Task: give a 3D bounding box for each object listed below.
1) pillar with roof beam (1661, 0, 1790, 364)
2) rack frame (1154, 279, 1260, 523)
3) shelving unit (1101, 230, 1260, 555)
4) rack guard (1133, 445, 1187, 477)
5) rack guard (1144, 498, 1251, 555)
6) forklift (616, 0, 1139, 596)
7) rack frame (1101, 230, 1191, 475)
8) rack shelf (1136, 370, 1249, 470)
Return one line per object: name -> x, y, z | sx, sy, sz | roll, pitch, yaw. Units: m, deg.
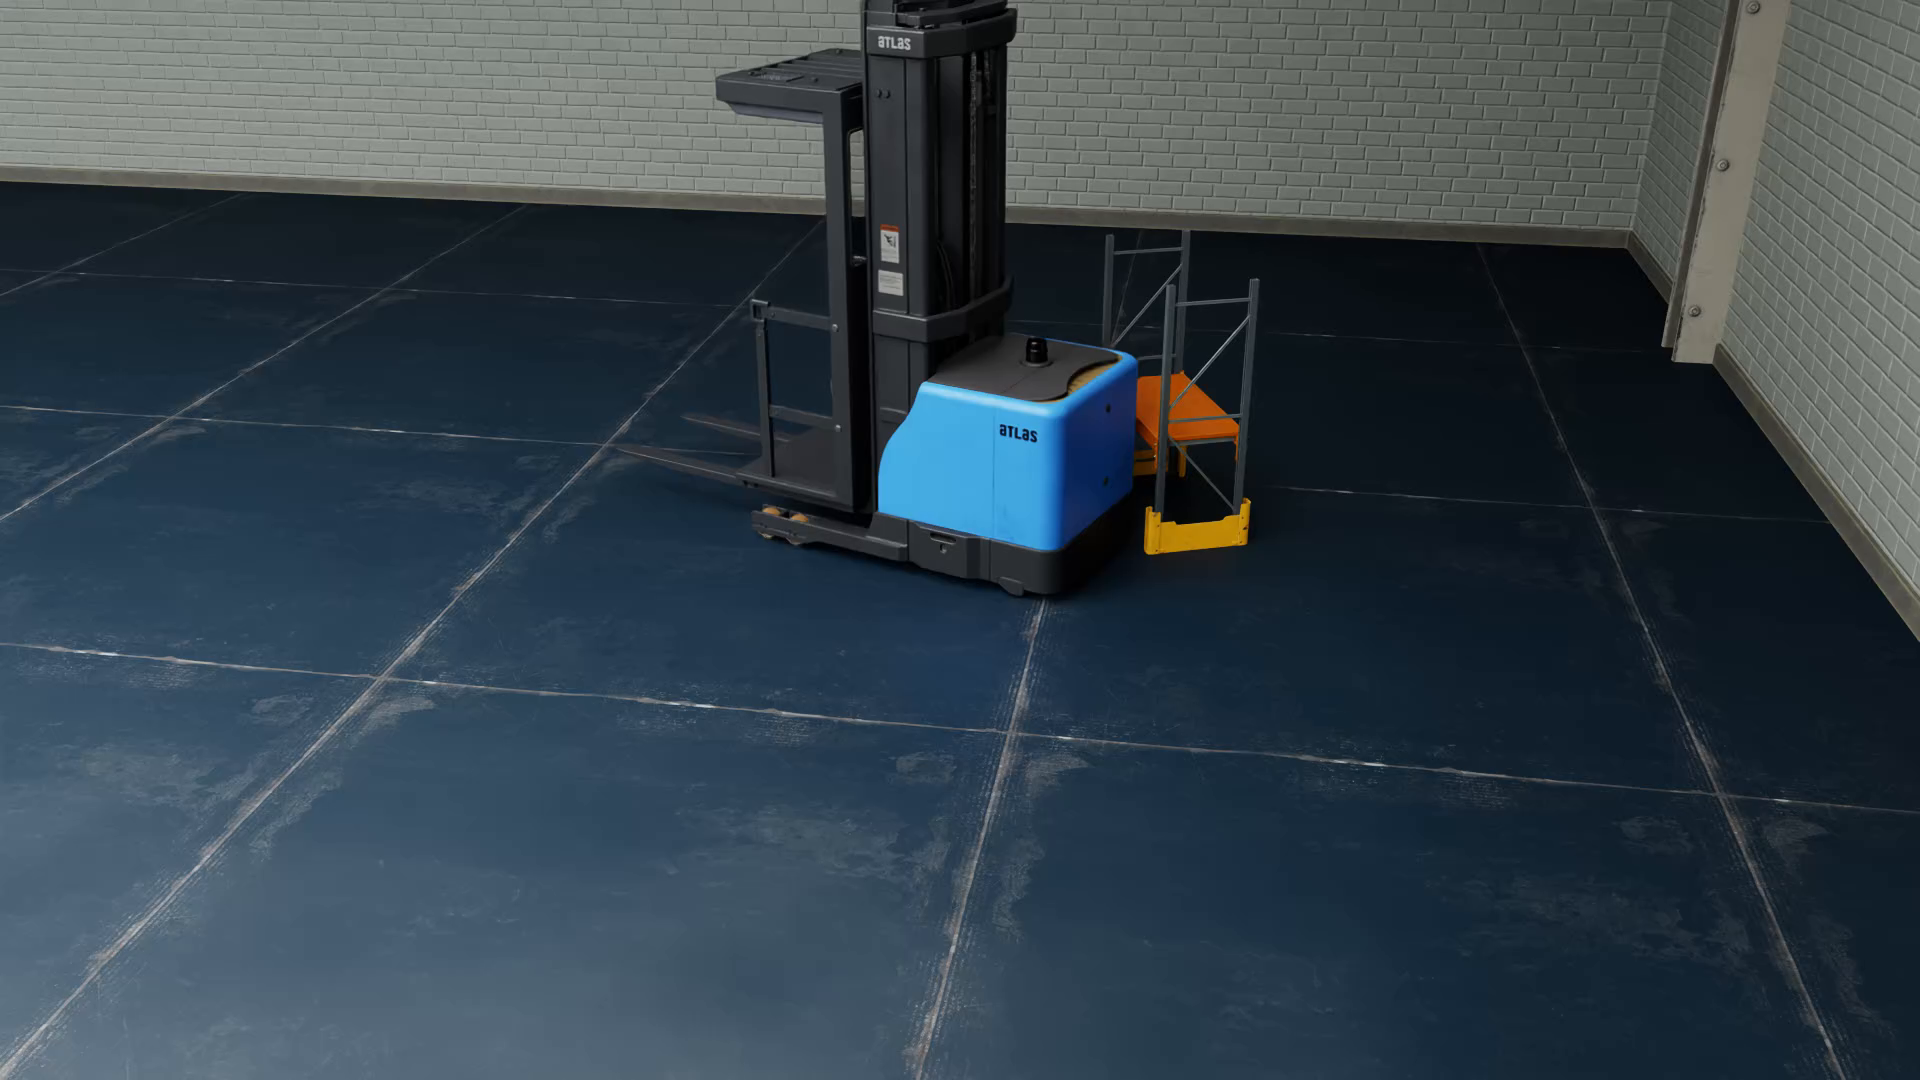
pillar with roof beam -> 1.081, -5.733, 10.883 | 9.100, 9.000, 0.400 | 4, 25, 9
rack frame -> 1.301, -0.643, 8.854 | 0.500, 1.500, 0.032 | -6, 26, -12
shelving unit -> 1.187, -0.849, 9.294 | 0.587, 1.500, 1.083 | -6, 26, -12
rack guard -> 1.074, -0.488, 9.999 | 0.587, 0.250, 0.087 | -6, 26, -12
rack guard -> 1.301, -0.077, 9.120 | 0.587, 0.250, 0.087 | -6, 26, -12
forklift -> -0.573, -1.479, 8.953 | 3.031, 2.935, 1.130 | 14, 28, 27
rack frame -> 1.070, -1.062, 9.751 | 0.500, 1.500, 0.032 | -6, 26, -12
rack shelf -> 1.185, -0.690, 9.379 | 0.538, 0.185, 1.000 | -6, 26, -12
